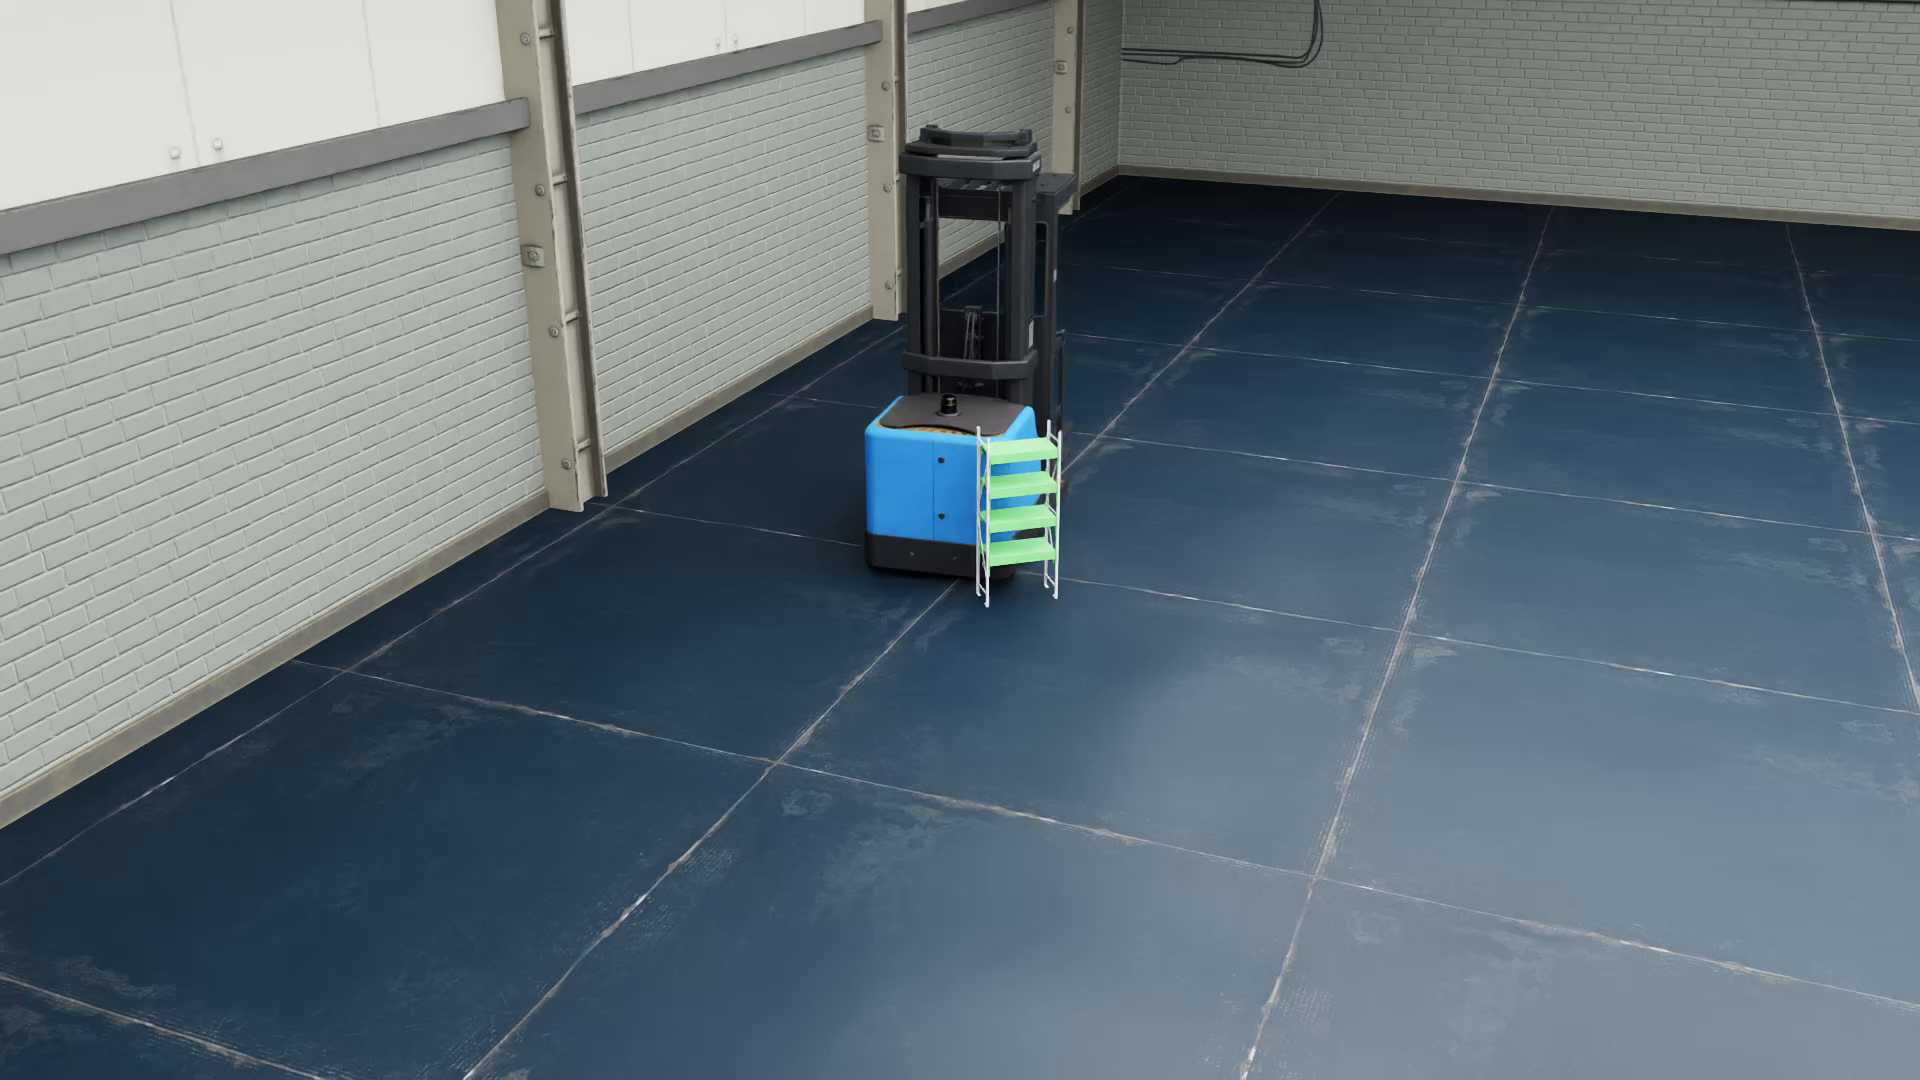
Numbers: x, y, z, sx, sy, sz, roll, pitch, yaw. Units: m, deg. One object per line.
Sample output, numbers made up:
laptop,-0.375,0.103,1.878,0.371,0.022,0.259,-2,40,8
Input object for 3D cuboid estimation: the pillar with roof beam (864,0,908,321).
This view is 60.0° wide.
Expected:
pillar with roof beam,3.240,-5.989,14.912,9.100,9.000,0.400,9,24,20

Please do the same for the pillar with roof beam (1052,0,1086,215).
pillar with roof beam,5.468,-8.136,20.052,9.100,9.000,0.400,9,24,20

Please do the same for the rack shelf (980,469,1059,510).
rack shelf,0.386,-0.336,11.040,0.480,0.148,0.258,-6,24,-15

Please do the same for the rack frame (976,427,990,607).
rack frame,0.152,-0.147,11.045,0.015,1.200,0.240,-6,24,-15

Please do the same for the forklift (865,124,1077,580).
forklift,0.223,-1.620,12.325,1.130,2.935,3.031,6,23,14

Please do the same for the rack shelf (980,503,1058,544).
rack shelf,0.386,-0.114,11.133,0.480,0.148,0.258,-6,24,-15

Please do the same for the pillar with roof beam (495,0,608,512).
pillar with roof beam,1.011,-3.842,9.772,9.100,9.000,0.400,9,24,20

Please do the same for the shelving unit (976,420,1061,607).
shelving unit,0.386,-0.173,11.108,0.503,1.200,0.258,-6,24,-15

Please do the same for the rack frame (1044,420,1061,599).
rack frame,0.620,-0.199,11.171,0.015,1.200,0.240,-6,24,-15

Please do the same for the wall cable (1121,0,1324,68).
wall cable,3.793,-8.184,24.197,3.097,2.526,0.112,9,24,20

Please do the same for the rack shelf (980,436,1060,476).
rack shelf,0.386,-0.557,10.947,0.480,0.148,0.258,-6,24,-15

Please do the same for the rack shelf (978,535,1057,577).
rack shelf,0.386,0.107,11.225,0.480,0.148,0.258,-6,24,-15
